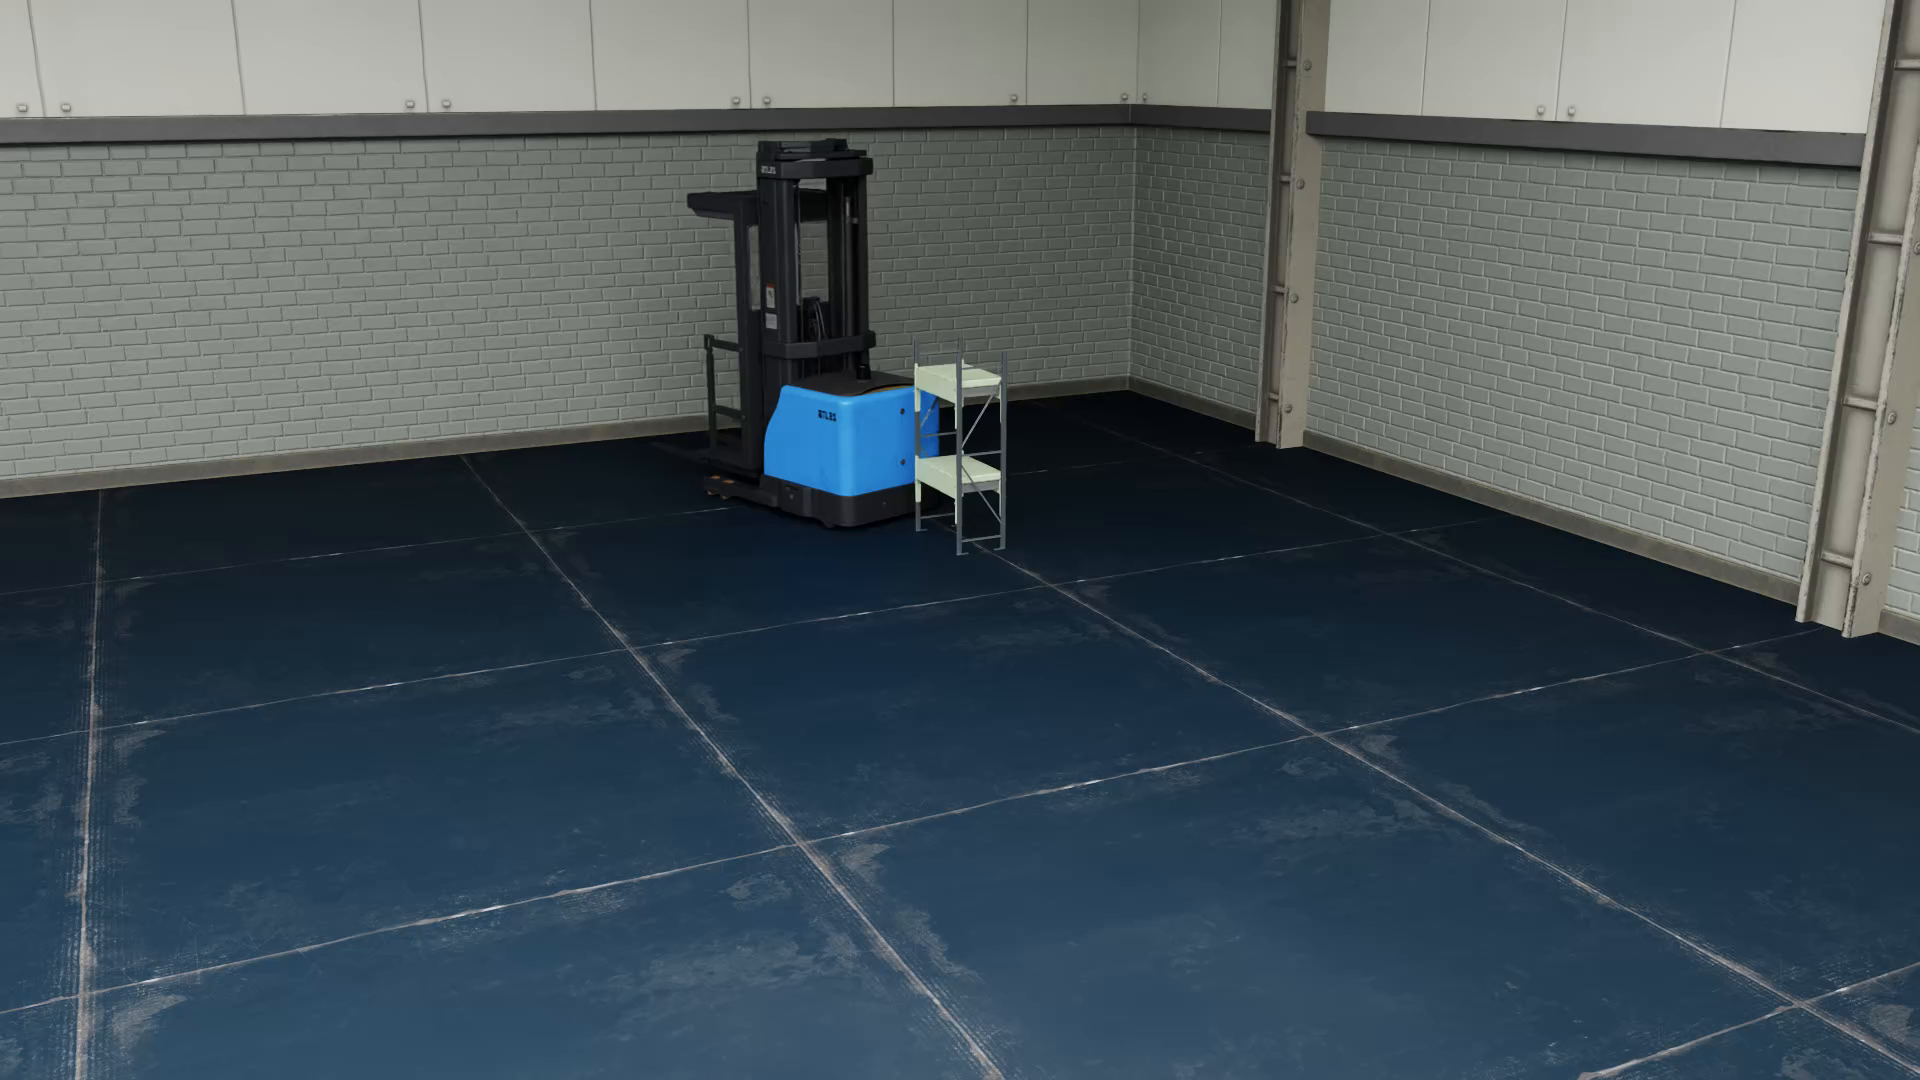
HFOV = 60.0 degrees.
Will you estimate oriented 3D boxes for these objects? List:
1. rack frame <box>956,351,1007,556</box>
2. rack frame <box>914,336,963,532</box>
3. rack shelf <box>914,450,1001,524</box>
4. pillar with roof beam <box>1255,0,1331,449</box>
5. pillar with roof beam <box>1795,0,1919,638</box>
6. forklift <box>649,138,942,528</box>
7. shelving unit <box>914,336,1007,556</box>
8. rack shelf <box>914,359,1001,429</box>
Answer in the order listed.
[{"bbox_3d":[0.157,-0.632,12.233,0.400,1.500,0.023,-8,18,-25],"label":"rack frame"},{"bbox_3d":[-0.163,-0.813,12.866,0.400,1.500,0.023,-8,18,-25],"label":"rack frame"},{"bbox_3d":[-0.003,-0.409,12.639,0.431,0.370,0.720,-8,18,-25],"label":"rack shelf"},{"bbox_3d":[-0.794,-4.737,12.943,9.100,9.000,0.400,-8,18,-25],"label":"pillar with roof beam"},{"bbox_3d":[1.835,-3.249,7.759,9.100,9.000,0.400,-8,18,-25],"label":"pillar with roof beam"},{"bbox_3d":[-1.527,-1.832,13.820,1.130,2.935,3.031,-15,22,-41],"label":"forklift"},{"bbox_3d":[-0.003,-0.723,12.550,0.431,1.500,0.755,-8,18,-25],"label":"shelving unit"},{"bbox_3d":[-0.003,-1.098,12.442,0.431,0.370,0.720,-8,18,-25],"label":"rack shelf"}]
